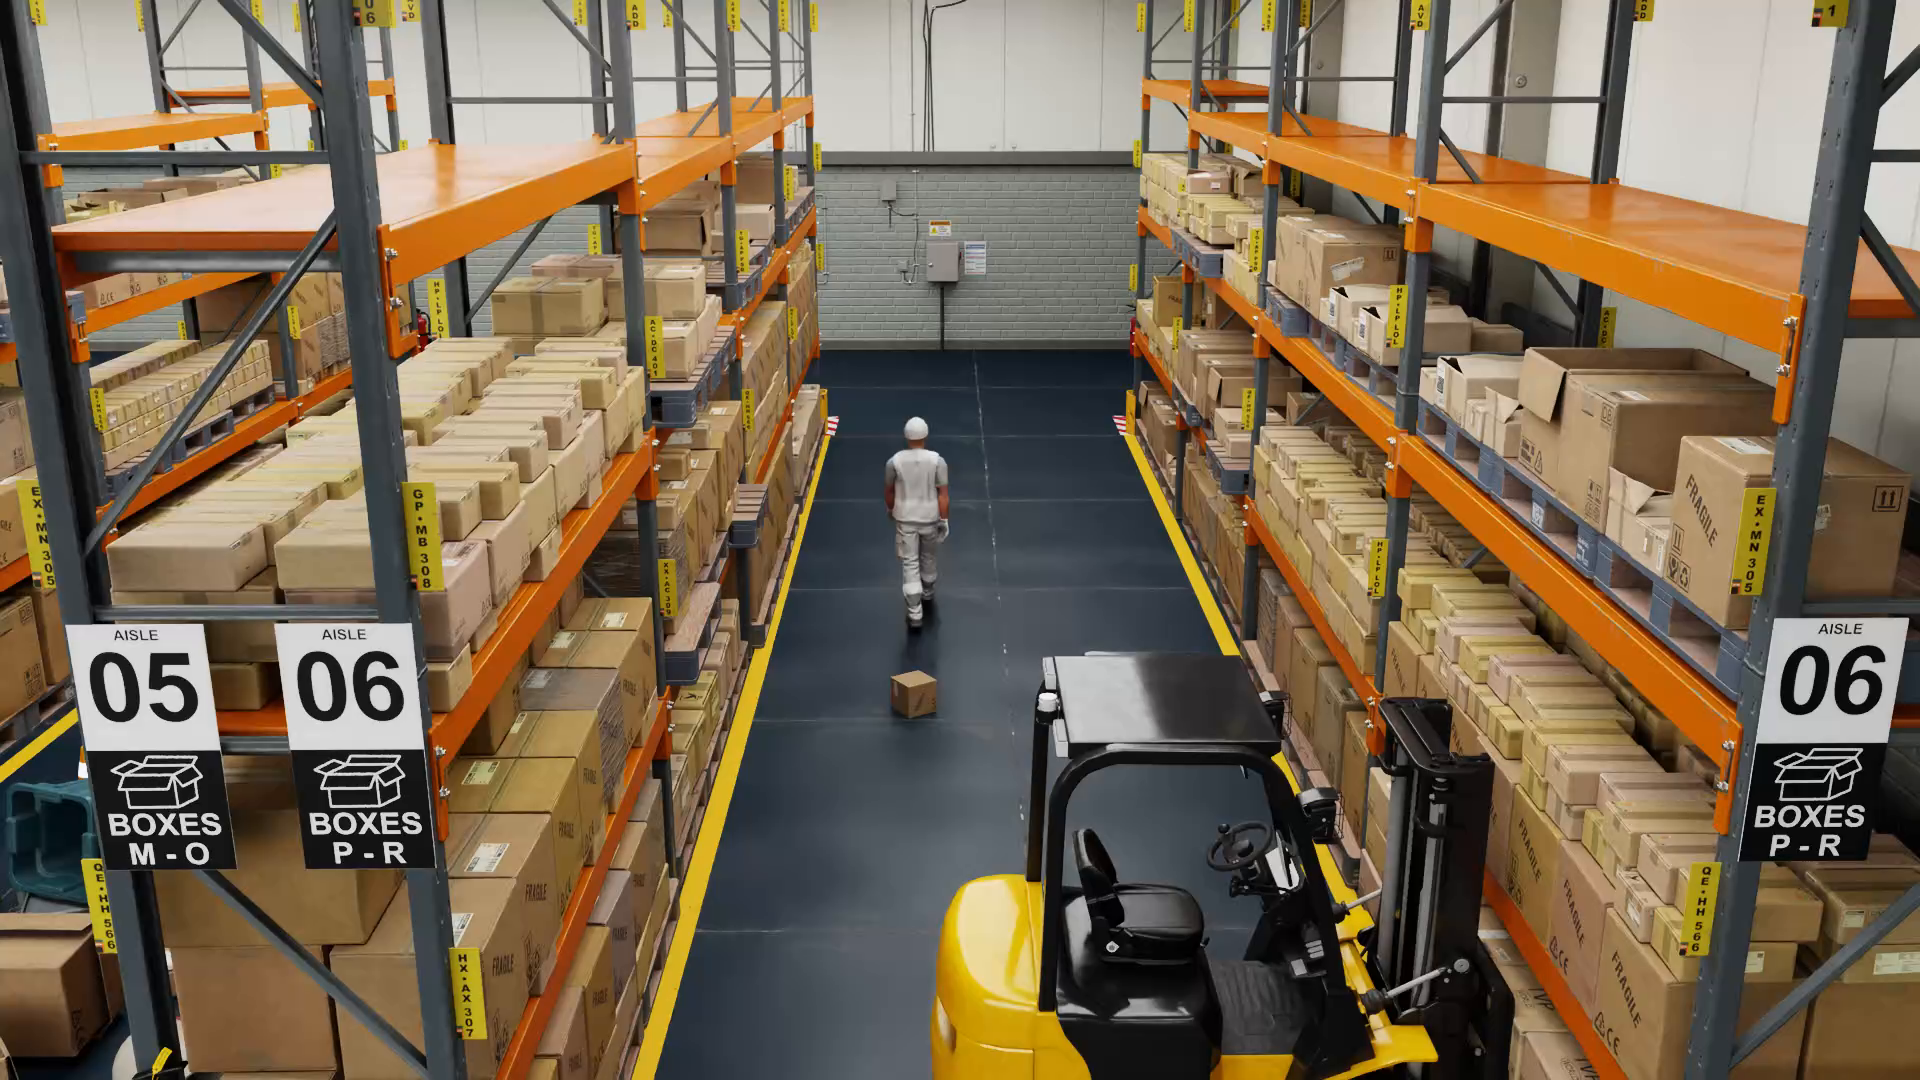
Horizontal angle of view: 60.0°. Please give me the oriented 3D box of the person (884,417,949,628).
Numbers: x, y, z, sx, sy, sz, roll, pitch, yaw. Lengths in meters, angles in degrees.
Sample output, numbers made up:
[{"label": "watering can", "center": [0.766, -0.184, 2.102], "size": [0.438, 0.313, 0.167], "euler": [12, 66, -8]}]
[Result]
[{"label": "person", "center": [-0.374, -0.224, 14.165], "size": [0.542, 1.725, 1.042], "euler": [-1, 17, -4]}]
